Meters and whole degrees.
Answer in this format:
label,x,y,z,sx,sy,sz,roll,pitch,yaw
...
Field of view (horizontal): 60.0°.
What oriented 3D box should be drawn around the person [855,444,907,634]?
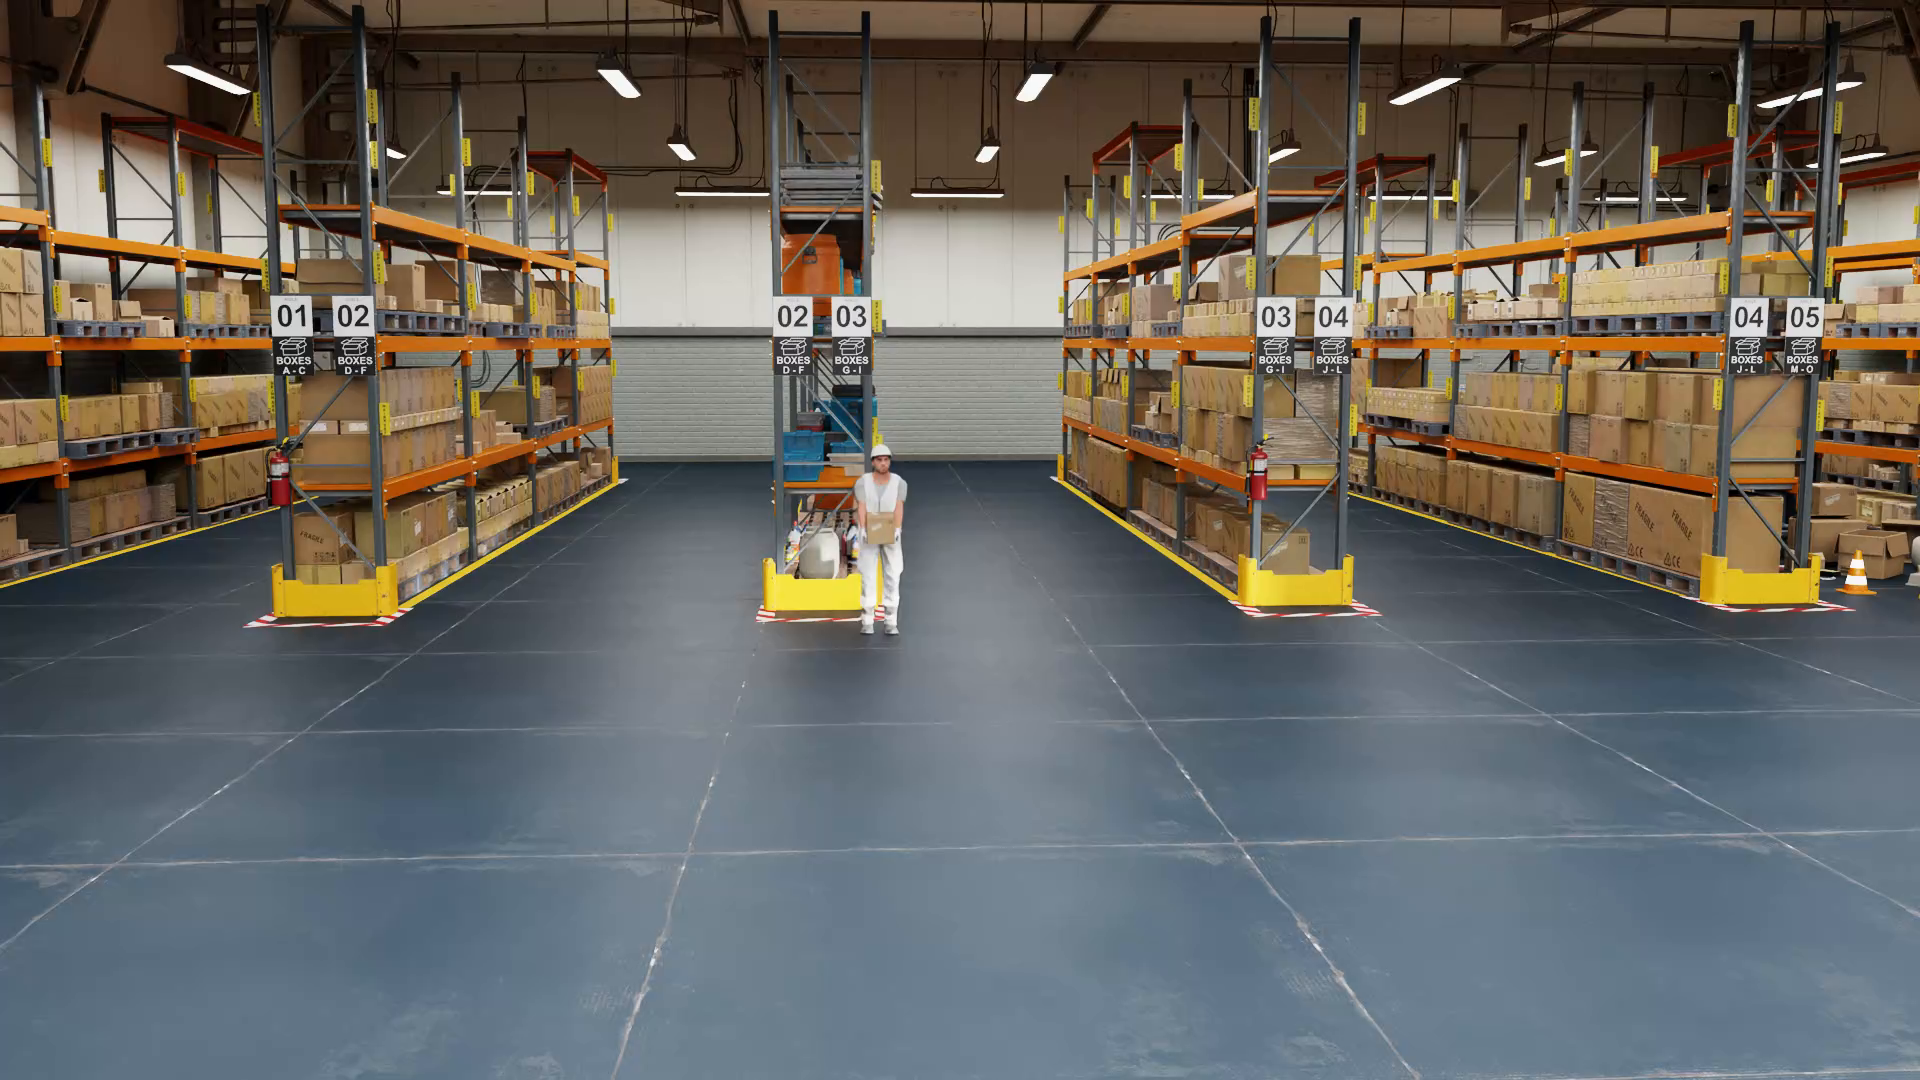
label,x,y,z,sx,sy,sz,roll,pitch,yaw
person,-0.739,-0.001,15.644,0.495,1.787,0.563,-1,7,-4
